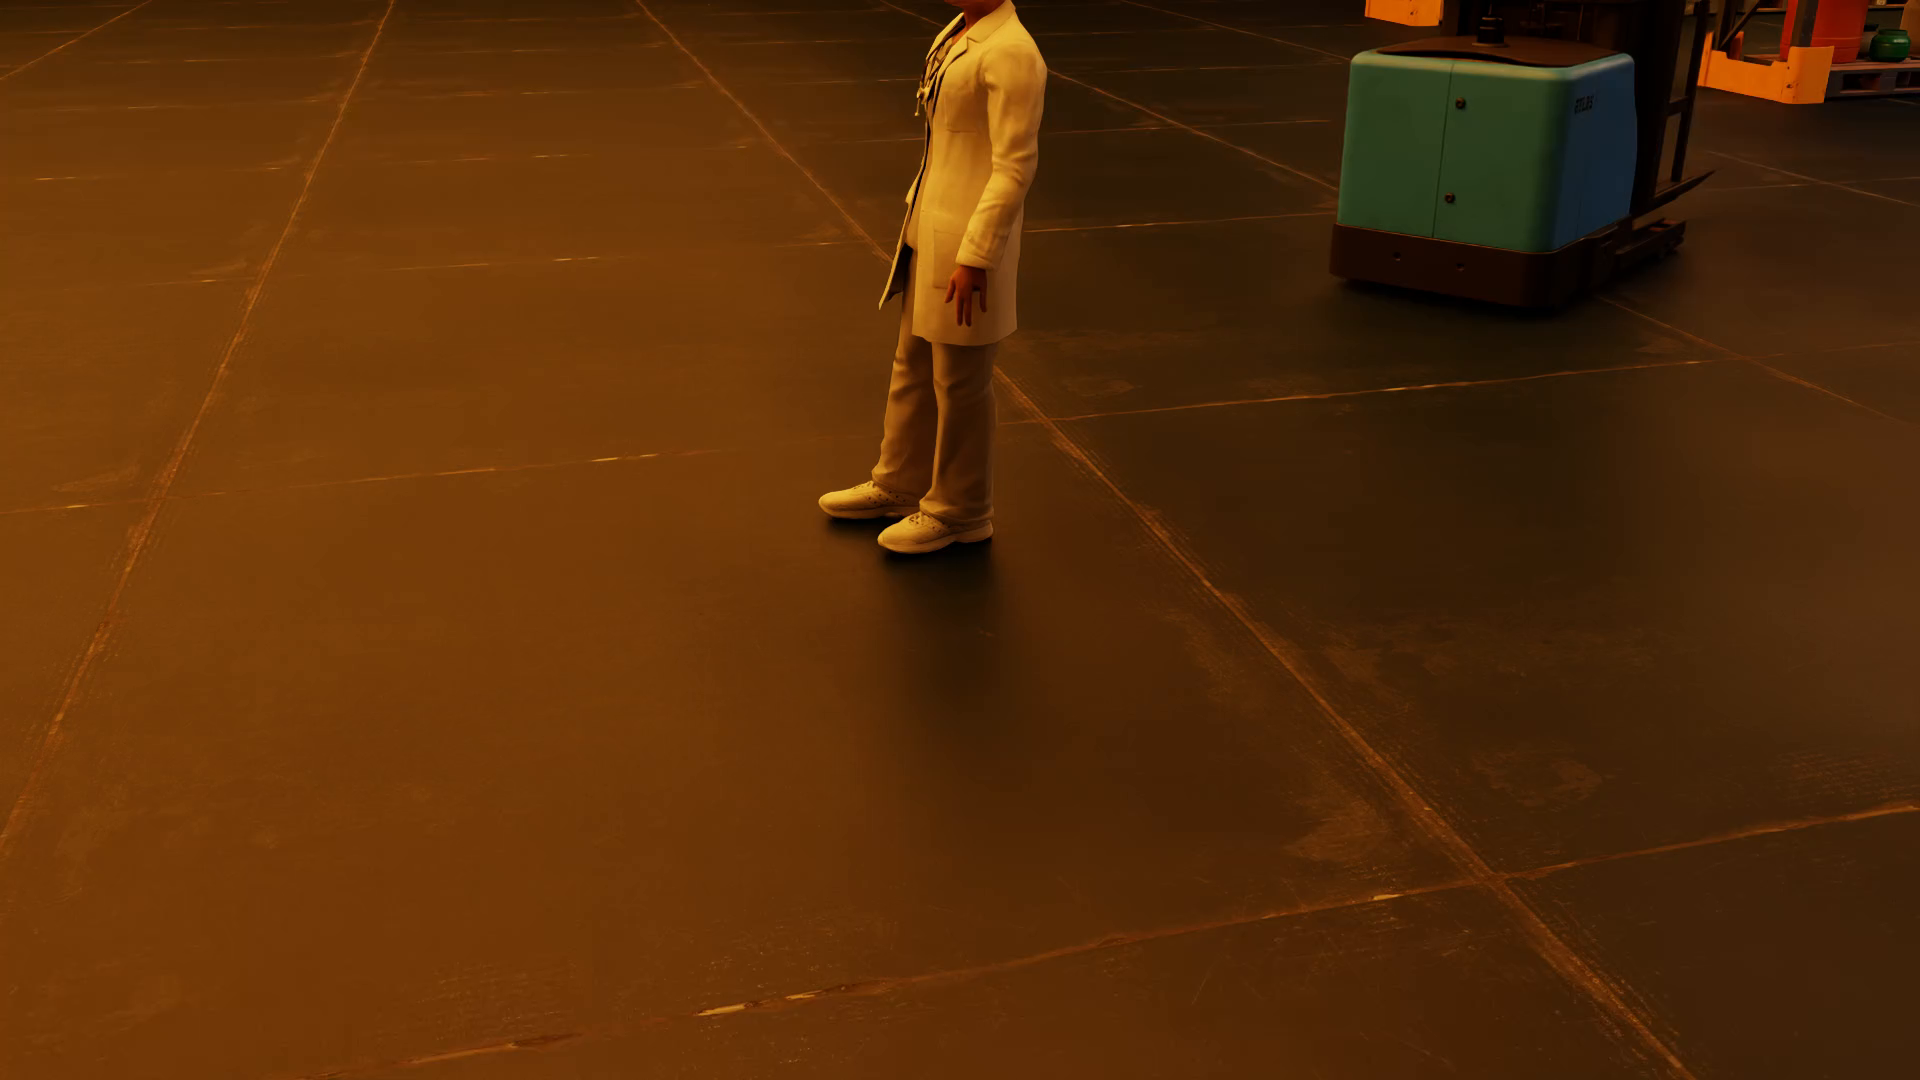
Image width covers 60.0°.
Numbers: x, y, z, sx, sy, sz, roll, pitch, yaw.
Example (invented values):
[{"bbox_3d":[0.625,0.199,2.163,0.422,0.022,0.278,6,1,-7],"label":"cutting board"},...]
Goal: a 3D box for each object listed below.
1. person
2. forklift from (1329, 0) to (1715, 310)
[{"bbox_3d":[-0.089,-0.817,4.683,0.578,1.777,0.698,-6,24,-14],"label":"person"},{"bbox_3d":[3.056,-2.866,8.043,1.130,2.935,3.031,18,29,35],"label":"forklift"}]
